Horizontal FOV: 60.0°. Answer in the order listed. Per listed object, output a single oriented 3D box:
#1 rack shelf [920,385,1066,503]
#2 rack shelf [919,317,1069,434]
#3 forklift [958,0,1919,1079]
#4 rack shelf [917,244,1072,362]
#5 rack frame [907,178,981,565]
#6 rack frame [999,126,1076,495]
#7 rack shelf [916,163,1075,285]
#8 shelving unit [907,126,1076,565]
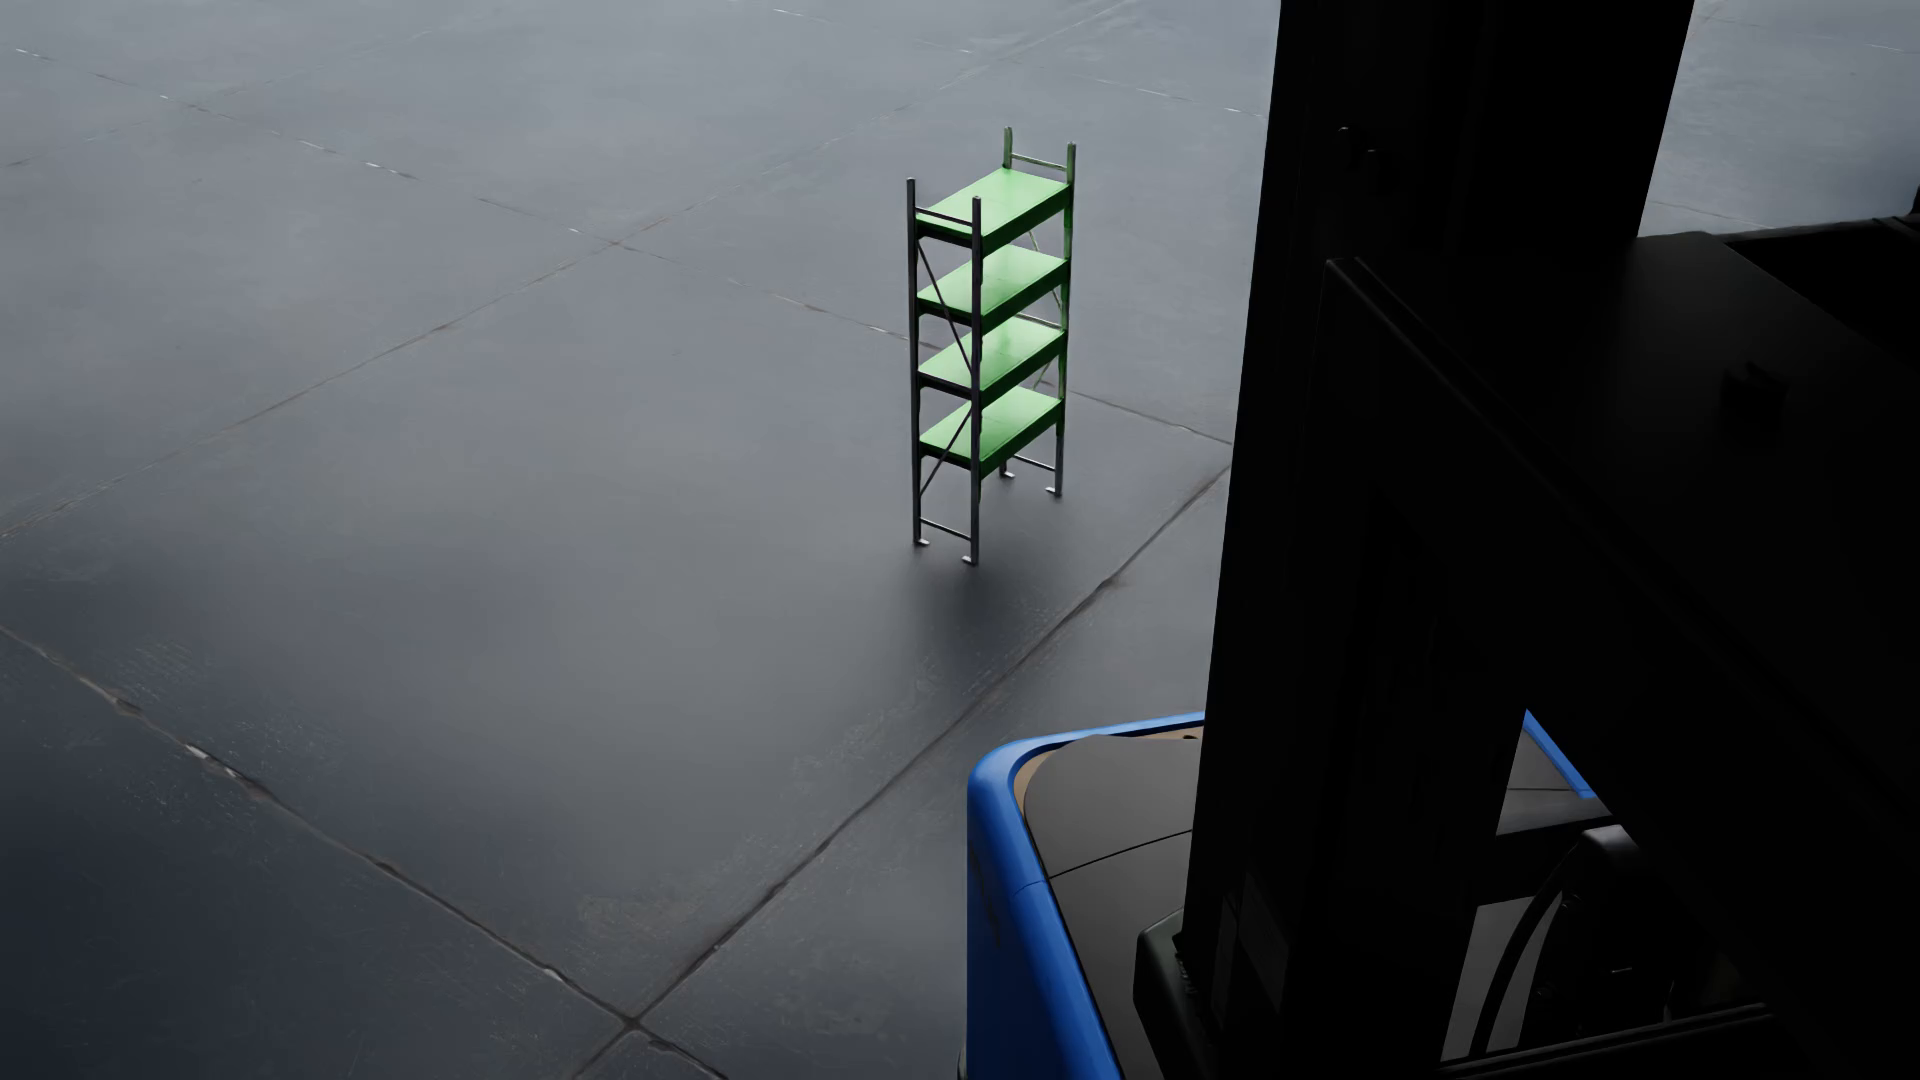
[{"bbox_3d":[0.094,-0.321,5.197,0.258,0.148,0.480,21,39,28],"label":"rack shelf"},{"bbox_3d":[0.094,-0.520,5.062,0.258,0.148,0.480,21,39,28],"label":"rack shelf"},{"bbox_3d":[0.833,0.765,1.502,1.130,2.935,3.031,-8,35,-11],"label":"forklift"},{"bbox_3d":[0.094,-0.719,4.928,0.258,0.148,0.480,21,39,28],"label":"rack shelf"},{"bbox_3d":[-0.045,-0.461,4.860,0.240,1.200,0.015,21,39,28],"label":"rack frame"},{"bbox_3d":[0.233,-0.686,5.193,0.240,1.200,0.015,21,39,28],"label":"rack frame"},{"bbox_3d":[0.094,-0.918,4.793,0.258,0.148,0.480,21,39,28],"label":"rack shelf"},{"bbox_3d":[0.094,-0.573,5.027,0.258,1.200,0.503,21,39,28],"label":"shelving unit"}]
